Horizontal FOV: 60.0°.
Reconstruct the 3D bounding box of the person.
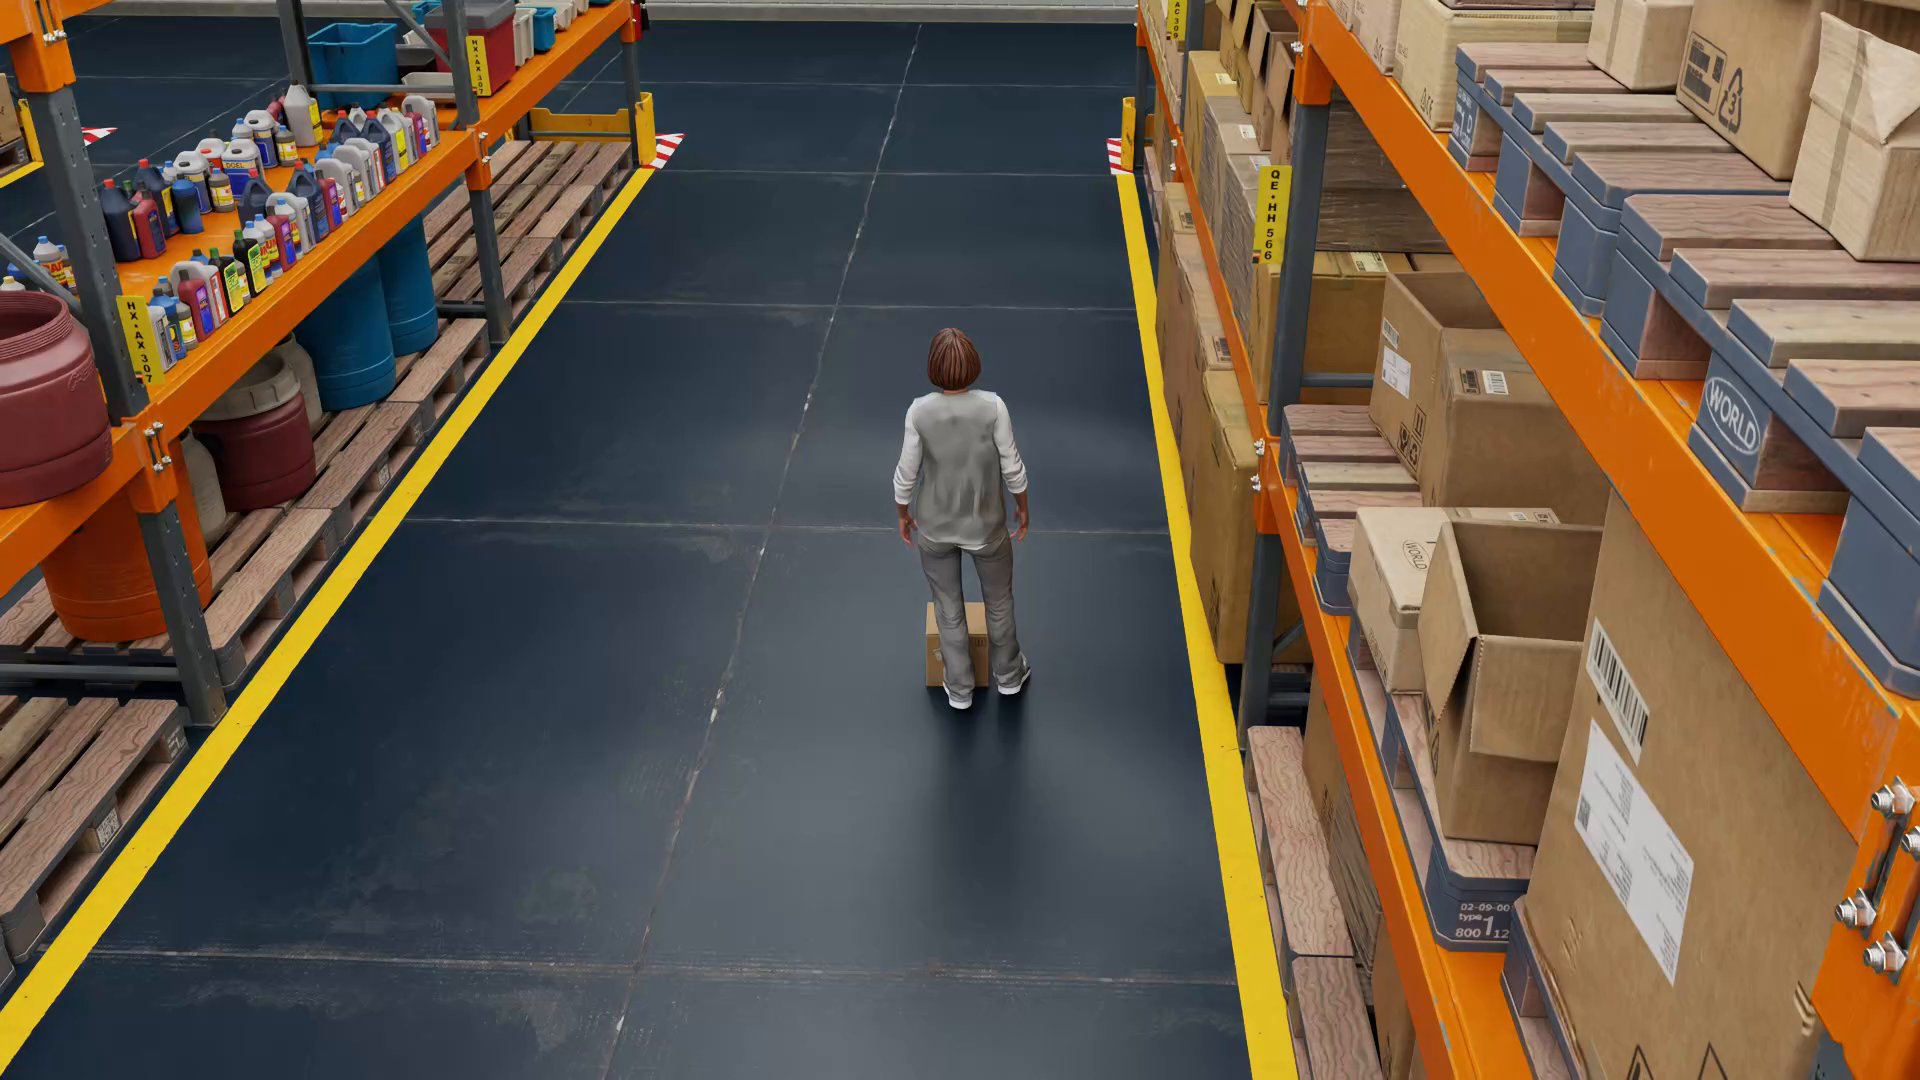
[{"bbox_3d":[0.019,-0.086,6.274,0.521,1.597,0.474,1,28,2],"label":"person"}]
